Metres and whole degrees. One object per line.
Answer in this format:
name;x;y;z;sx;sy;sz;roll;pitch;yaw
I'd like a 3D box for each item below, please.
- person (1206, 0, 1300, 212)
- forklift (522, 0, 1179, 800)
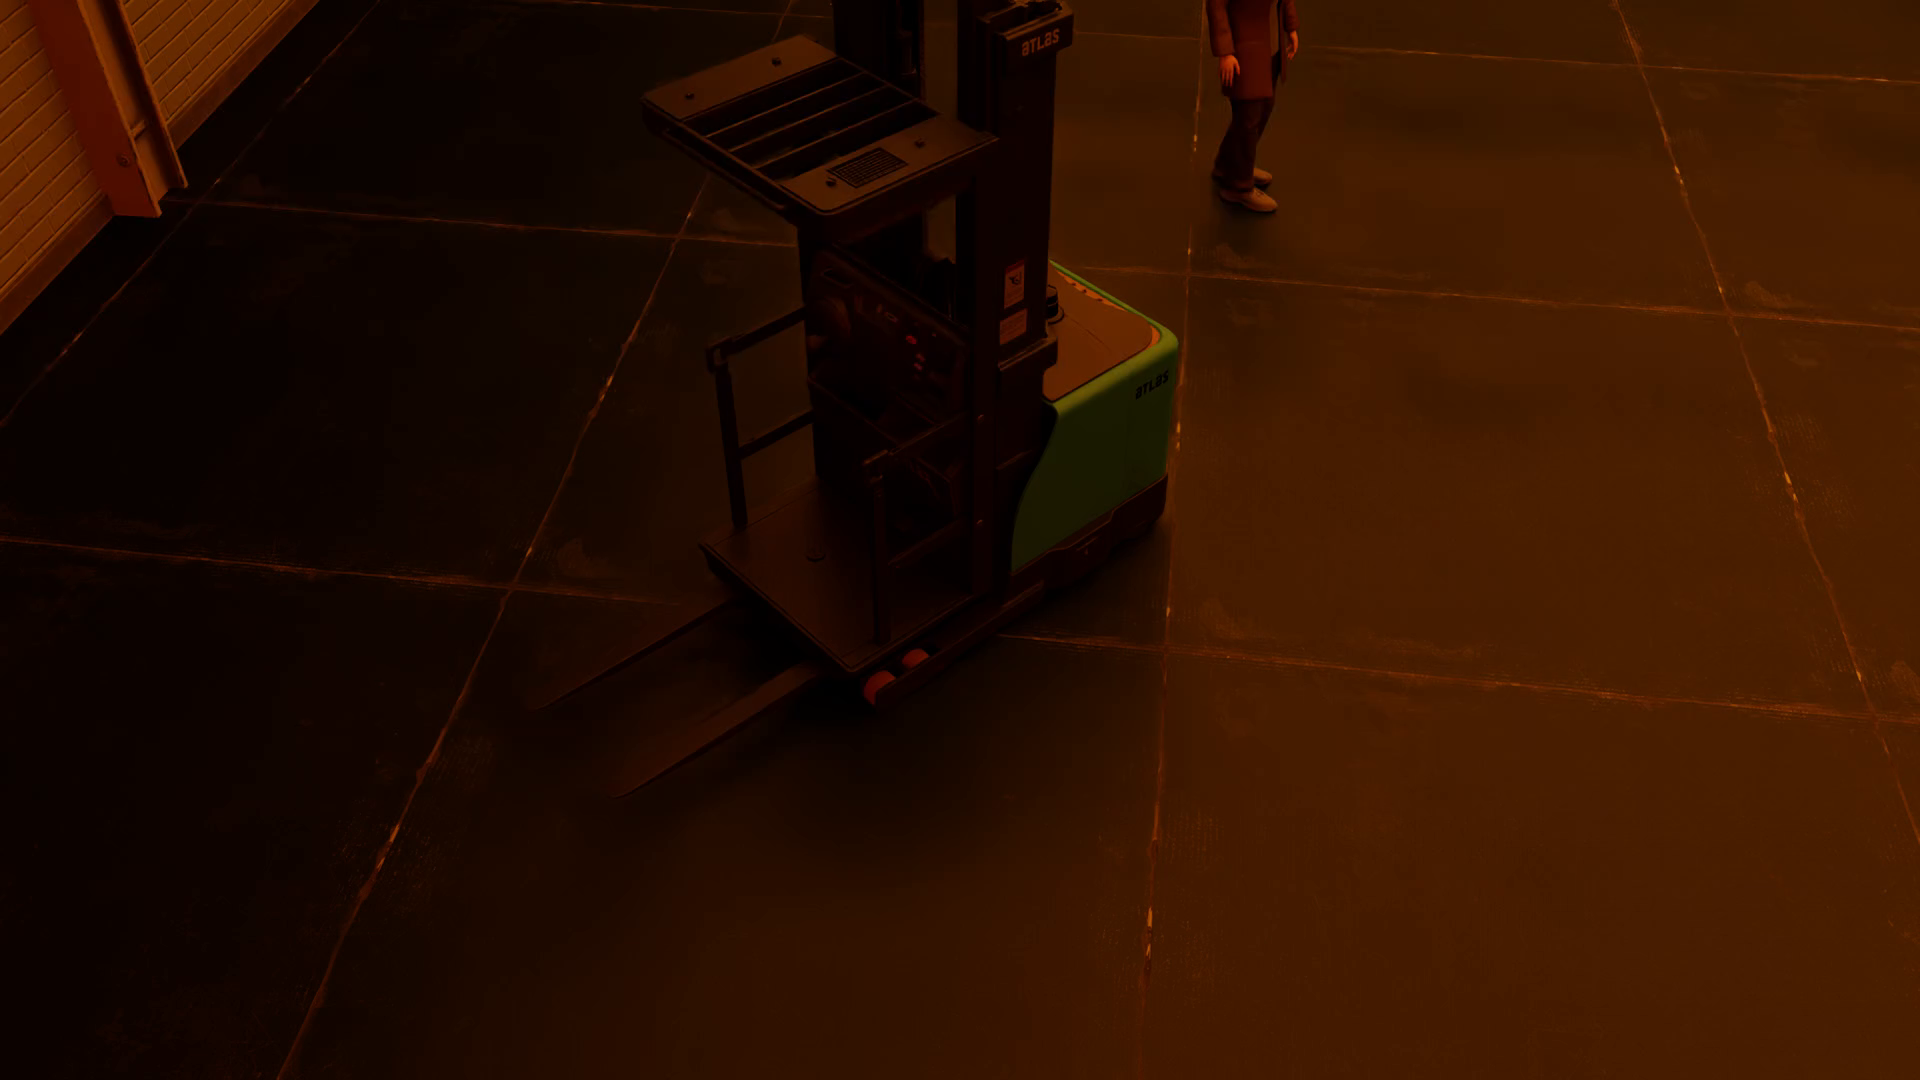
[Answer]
person;1.784;-2.829;9.659;0.562;1.775;0.761;27;49;27
forklift;-0.455;-0.759;6.551;3.031;2.935;1.130;-31;51;-30
